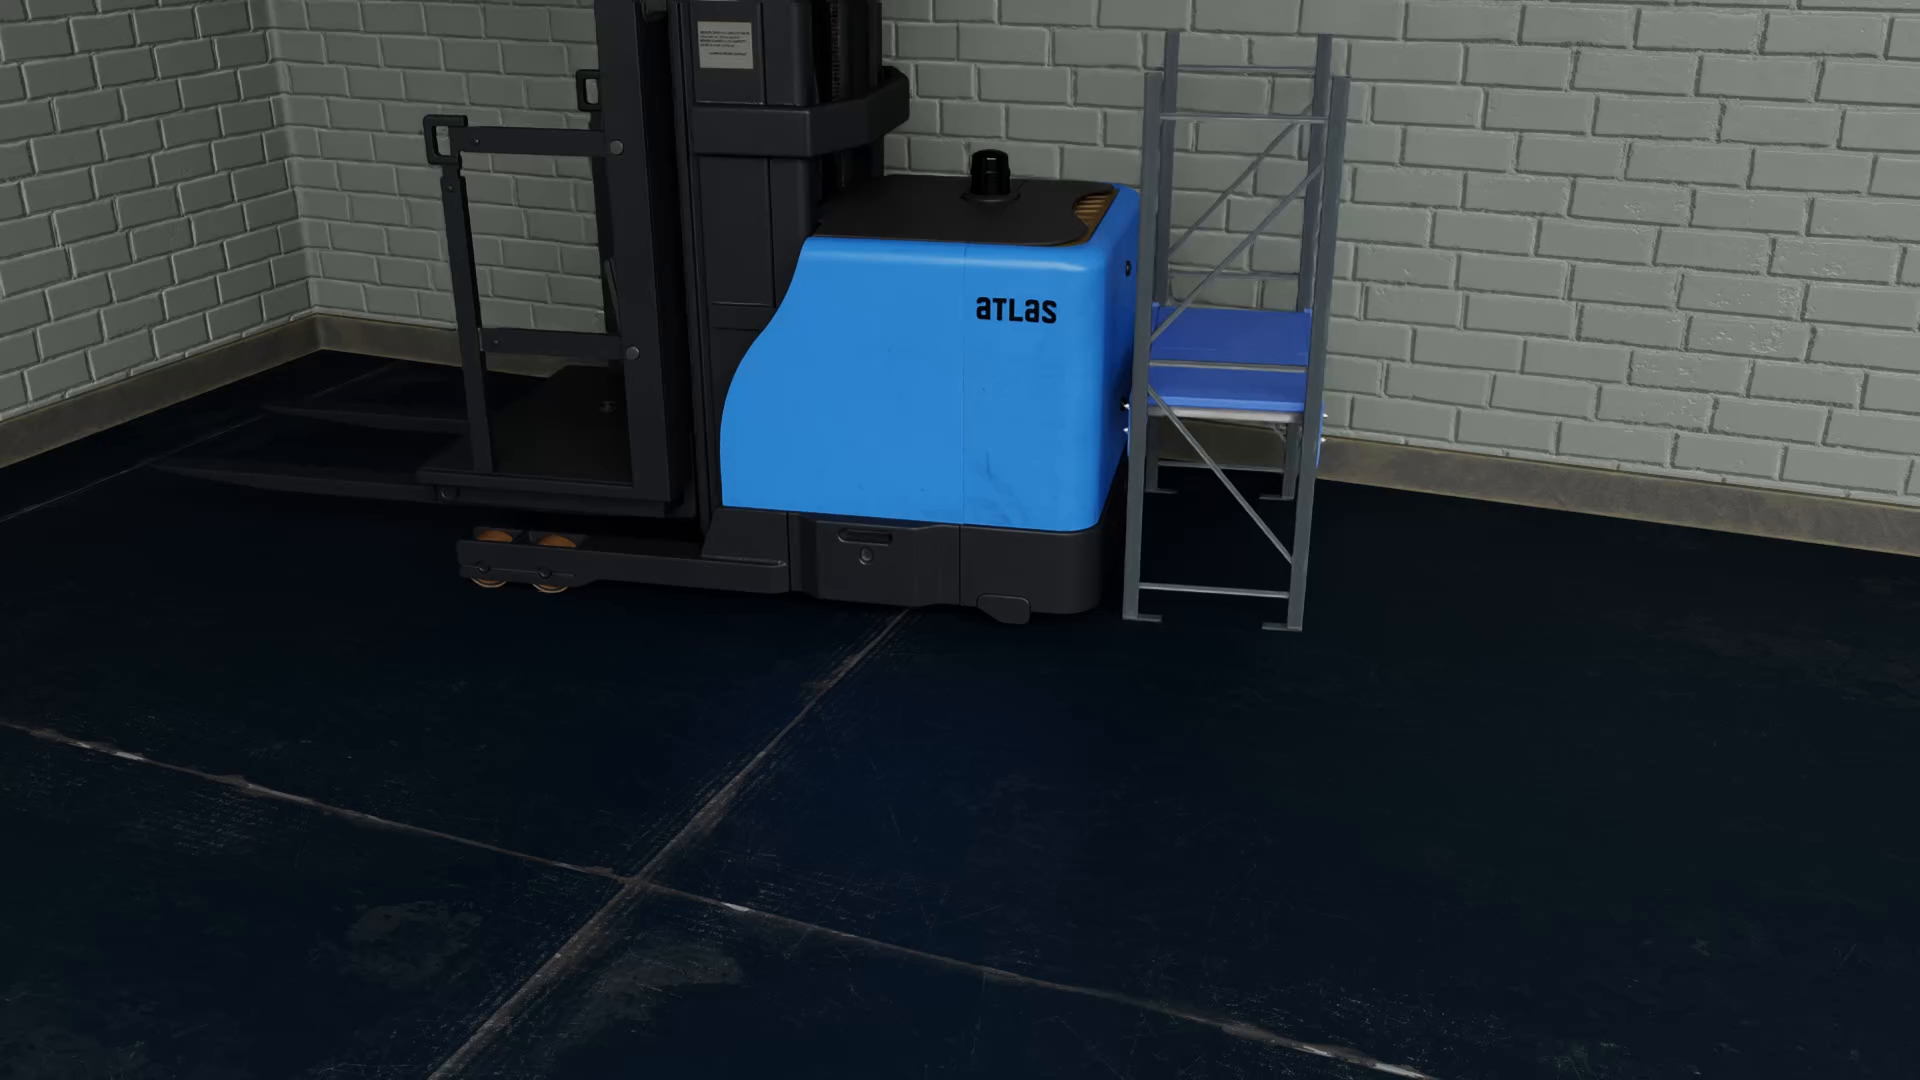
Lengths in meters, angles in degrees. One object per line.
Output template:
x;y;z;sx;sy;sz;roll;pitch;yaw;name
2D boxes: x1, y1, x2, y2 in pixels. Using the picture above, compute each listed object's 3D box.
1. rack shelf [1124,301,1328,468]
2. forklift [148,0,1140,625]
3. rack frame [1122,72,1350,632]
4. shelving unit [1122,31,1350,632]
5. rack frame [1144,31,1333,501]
0.791;-0.484;4.929;0.538;0.185;1.000;4;23;9;rack shelf
-1.008;-1.389;4.773;3.031;2.935;1.130;5;23;11;forklift
0.709;-0.457;4.397;0.500;1.500;0.032;4;23;9;rack frame
0.791;-0.650;4.860;0.538;1.500;1.048;4;23;9;shelving unit
0.873;-0.843;5.323;0.500;1.500;0.032;4;23;9;rack frame
